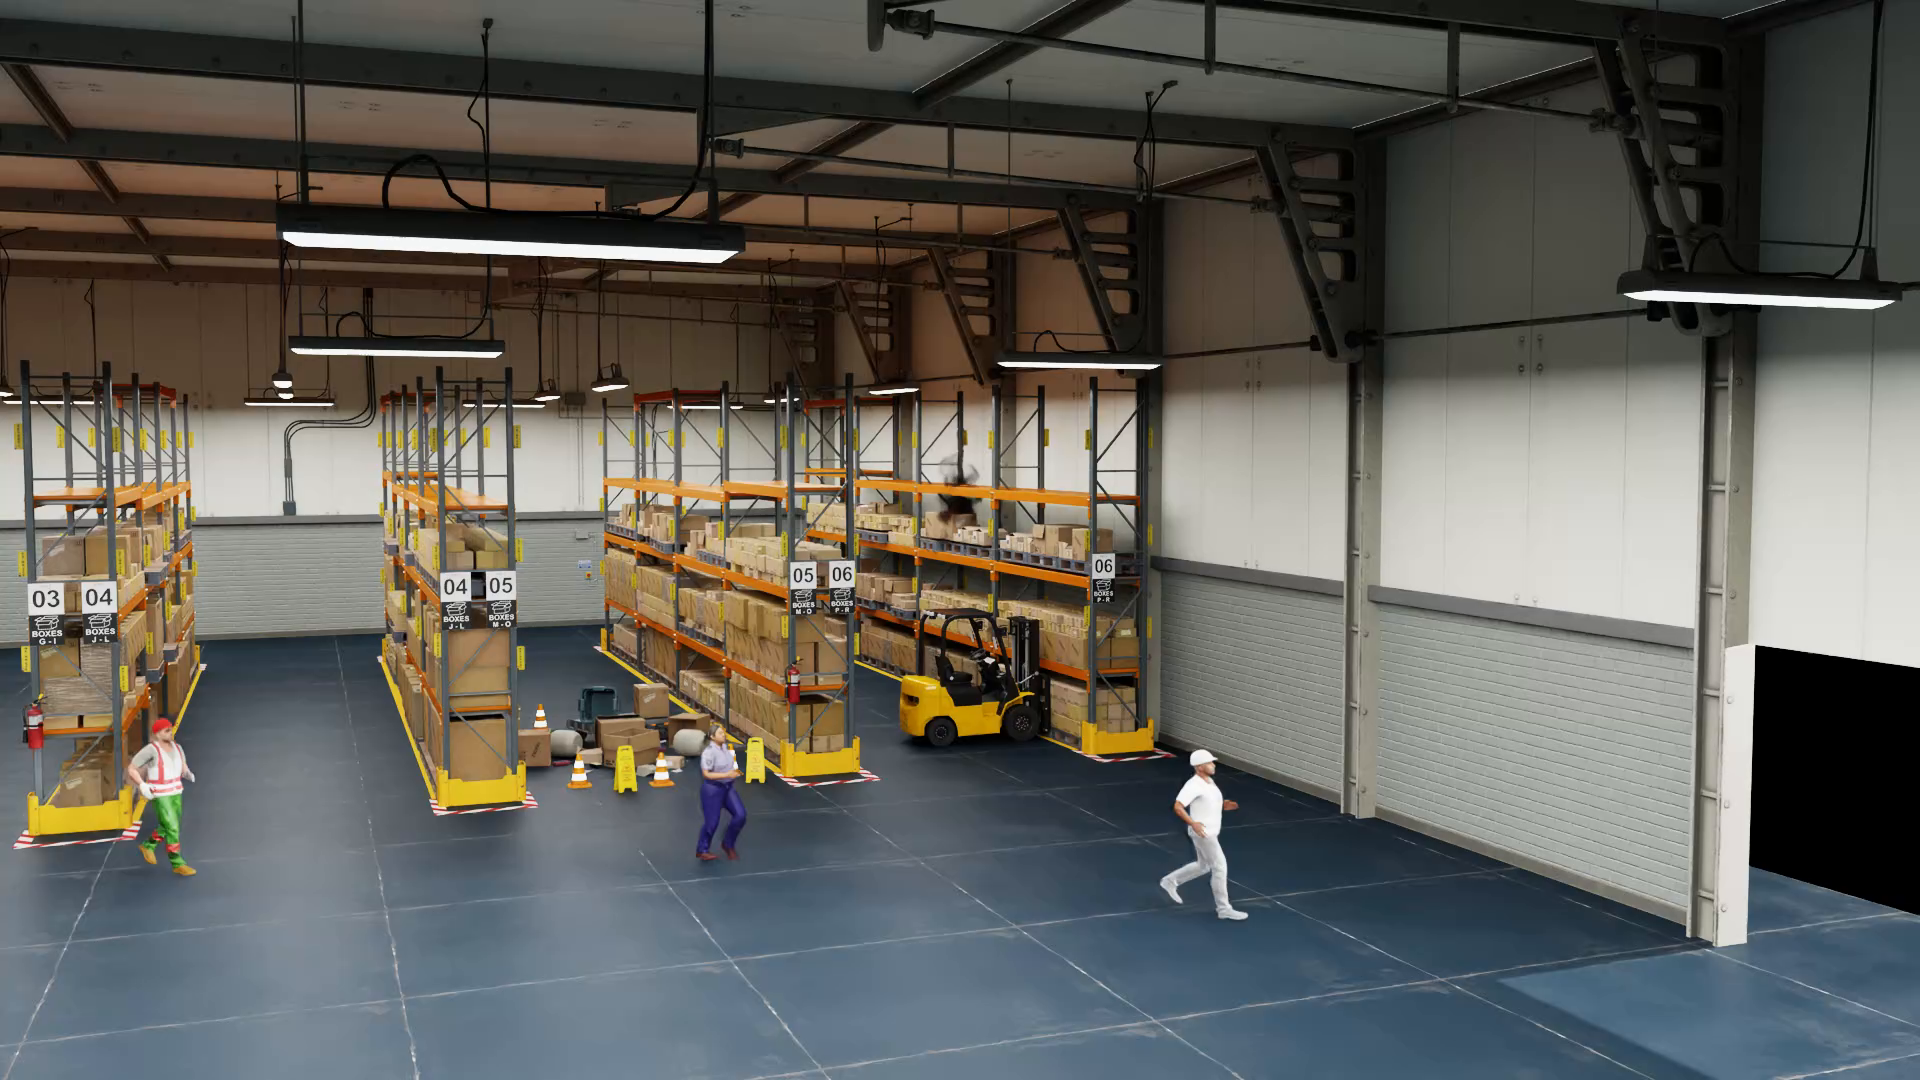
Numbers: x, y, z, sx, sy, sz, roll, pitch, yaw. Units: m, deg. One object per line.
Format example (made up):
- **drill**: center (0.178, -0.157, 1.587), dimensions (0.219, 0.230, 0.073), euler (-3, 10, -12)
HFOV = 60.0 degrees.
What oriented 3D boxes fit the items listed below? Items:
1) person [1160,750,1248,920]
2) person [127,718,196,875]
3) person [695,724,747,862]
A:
- **person**: center (2.487, 3.030, 17.428), dimensions (0.830, 1.683, 0.710), euler (1, 4, 20)
- **person**: center (-9.162, 2.940, 19.159), dimensions (0.857, 1.778, 0.673), euler (1, 4, 19)
- **person**: center (-2.820, 3.010, 19.658), dimensions (0.665, 1.677, 0.617), euler (2, 4, 30)
